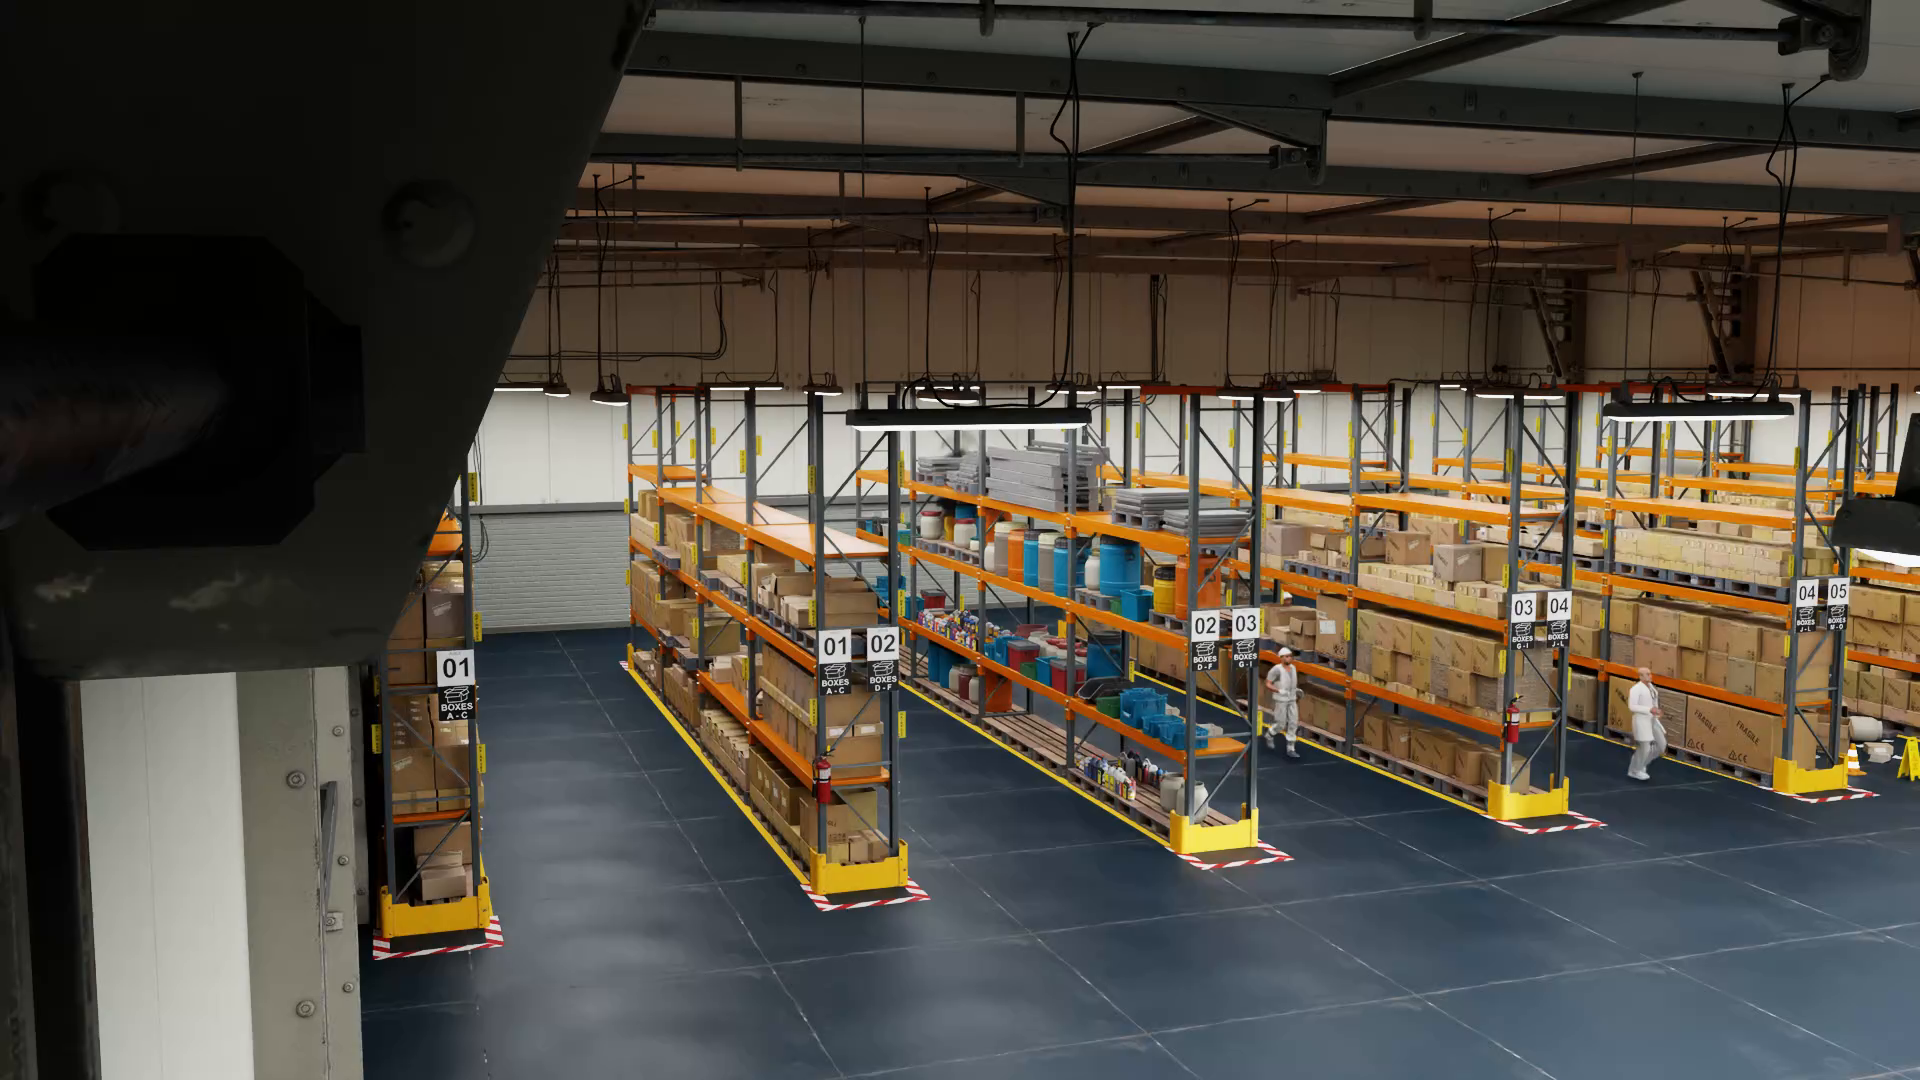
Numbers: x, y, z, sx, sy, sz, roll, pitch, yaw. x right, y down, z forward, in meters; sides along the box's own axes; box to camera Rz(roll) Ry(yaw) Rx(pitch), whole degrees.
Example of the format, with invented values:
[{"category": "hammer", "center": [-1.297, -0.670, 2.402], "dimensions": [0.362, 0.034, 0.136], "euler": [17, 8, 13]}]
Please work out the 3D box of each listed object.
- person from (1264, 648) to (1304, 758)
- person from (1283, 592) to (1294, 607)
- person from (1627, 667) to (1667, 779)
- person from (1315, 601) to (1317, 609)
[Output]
[{"category": "person", "center": [5.297, 2.637, 27.212], "dimensions": [0.680, 1.773, 0.794], "euler": [-3, 7, -27]}, {"category": "person", "center": [6.764, 1.936, 34.174], "dimensions": [0.635, 1.727, 0.564], "euler": [-2, 6, -21]}, {"category": "person", "center": [10.575, 2.825, 25.512], "dimensions": [0.697, 1.741, 0.639], "euler": [-4, 7, -33]}, {"category": "person", "center": [8.948, 1.300, 40.861], "dimensions": [0.713, 1.670, 0.525], "euler": [-3, 7, -27]}]
